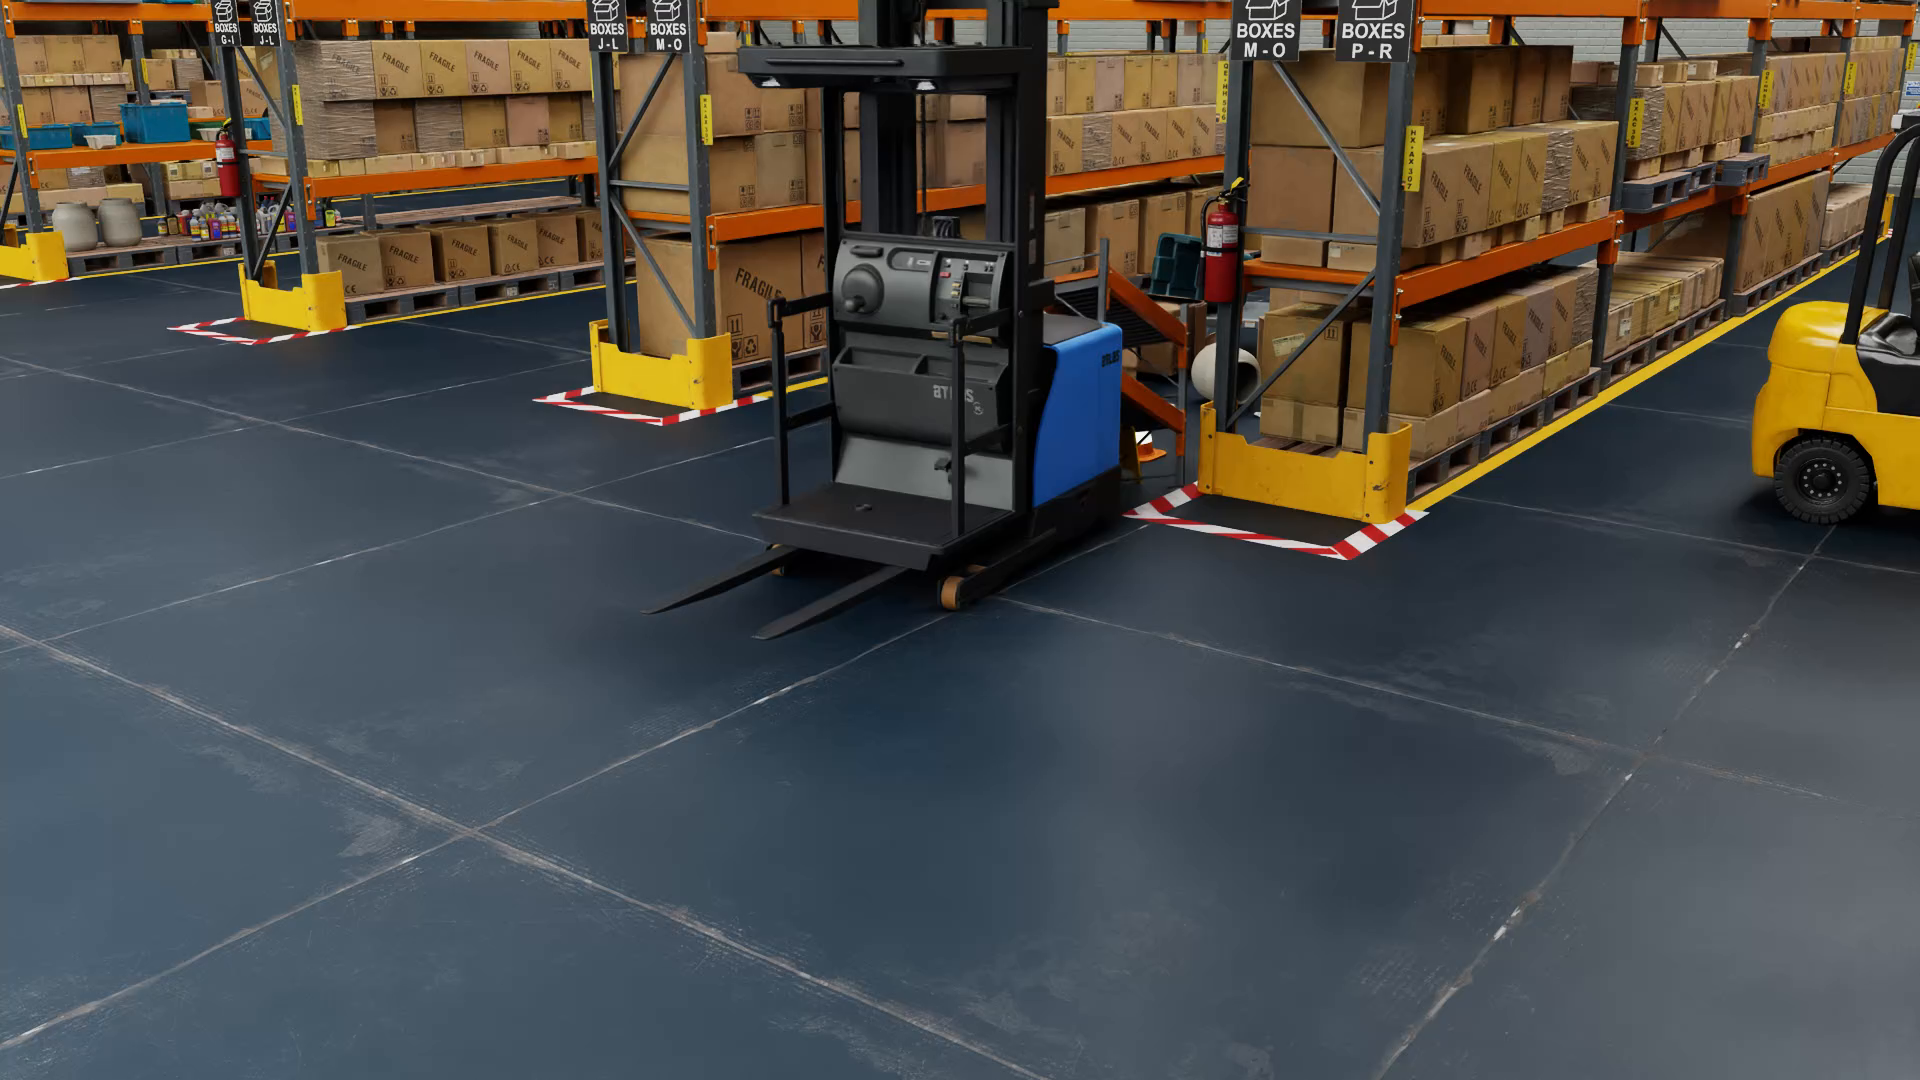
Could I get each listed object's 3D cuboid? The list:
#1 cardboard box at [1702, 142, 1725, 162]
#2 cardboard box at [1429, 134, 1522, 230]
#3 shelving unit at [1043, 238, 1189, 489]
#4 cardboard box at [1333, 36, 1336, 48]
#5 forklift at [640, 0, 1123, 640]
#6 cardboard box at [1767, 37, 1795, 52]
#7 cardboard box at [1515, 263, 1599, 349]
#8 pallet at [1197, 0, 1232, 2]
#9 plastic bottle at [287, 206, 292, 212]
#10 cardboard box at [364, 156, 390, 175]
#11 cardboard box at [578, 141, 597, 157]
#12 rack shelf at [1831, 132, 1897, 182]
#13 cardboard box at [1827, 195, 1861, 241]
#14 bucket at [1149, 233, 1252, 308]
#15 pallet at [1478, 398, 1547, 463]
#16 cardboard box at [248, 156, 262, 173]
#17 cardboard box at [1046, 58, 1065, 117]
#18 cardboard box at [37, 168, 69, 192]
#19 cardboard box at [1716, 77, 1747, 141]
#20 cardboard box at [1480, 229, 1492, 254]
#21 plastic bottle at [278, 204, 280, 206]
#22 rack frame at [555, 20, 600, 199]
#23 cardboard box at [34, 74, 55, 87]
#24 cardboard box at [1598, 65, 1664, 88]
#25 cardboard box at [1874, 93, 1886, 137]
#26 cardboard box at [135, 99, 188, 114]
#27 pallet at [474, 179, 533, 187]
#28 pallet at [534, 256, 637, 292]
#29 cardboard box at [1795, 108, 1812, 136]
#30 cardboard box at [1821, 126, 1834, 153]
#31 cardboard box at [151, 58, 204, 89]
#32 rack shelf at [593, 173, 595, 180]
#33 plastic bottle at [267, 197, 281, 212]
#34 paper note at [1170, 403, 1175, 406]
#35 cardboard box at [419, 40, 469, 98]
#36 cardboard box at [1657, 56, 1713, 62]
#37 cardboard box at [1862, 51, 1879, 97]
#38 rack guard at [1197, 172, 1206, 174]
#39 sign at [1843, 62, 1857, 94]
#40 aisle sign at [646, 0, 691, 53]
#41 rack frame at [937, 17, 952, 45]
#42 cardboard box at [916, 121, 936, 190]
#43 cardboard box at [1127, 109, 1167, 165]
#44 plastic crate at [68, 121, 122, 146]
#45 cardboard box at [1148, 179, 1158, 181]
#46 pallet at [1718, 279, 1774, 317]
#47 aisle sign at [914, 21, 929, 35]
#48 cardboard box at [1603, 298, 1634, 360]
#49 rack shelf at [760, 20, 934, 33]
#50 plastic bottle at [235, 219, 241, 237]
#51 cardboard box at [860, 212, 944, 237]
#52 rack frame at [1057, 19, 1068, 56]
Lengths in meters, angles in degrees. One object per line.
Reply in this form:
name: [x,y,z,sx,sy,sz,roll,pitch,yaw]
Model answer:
cardboard box: [6.116,-3.232,13.809,0.380,0.149,0.250,13,21,36]
cardboard box: [2.994,-2.136,9.893,0.500,0.500,0.500,12,21,34]
shelving unit: [0.837,-0.952,9.444,0.538,1.125,1.048,-6,-17,32]
cardboard box: [5.058,-6.172,21.206,0.500,0.500,0.500,12,21,33]
forklift: [-0.302,-1.224,7.742,1.130,2.935,3.031,10,20,29]
cardboard box: [8.958,-5.459,18.318,0.380,0.149,0.250,12,21,34]
cardboard box: [4.127,-1.647,11.652,0.500,0.500,0.500,12,21,34]
pallet: [2.270,-5.572,16.890,1.213,0.211,1.003,14,22,37]
plastic bottle: [-8.074,-3.895,20.080,0.152,0.276,0.135,12,21,35]
cardboard box: [-5.392,-3.407,15.080,0.380,0.149,0.250,12,21,35]
cardboard box: [-3.941,-4.011,17.024,0.380,0.149,0.250,12,21,35]
rack shelf: [10.222,-4.628,19.801,1.077,0.370,4.000,12,21,35]
cardboard box: [10.023,-3.816,19.585,0.875,0.438,0.875,12,21,33]
bucket: [1.998,-2.163,13.607,0.620,0.611,0.726,0,14,-35]
pallet: [3.165,-0.800,10.963,1.003,0.211,1.213,12,21,35]
cardboard box: [-10.593,-5.543,24.519,0.500,0.311,0.500,12,21,33]
cardboard box: [0.519,-4.085,14.984,0.700,0.500,0.500,12,21,34]
cardboard box: [-12.352,-4.952,22.295,0.500,0.500,0.500,12,21,35]
cardboard box: [6.300,-3.650,14.061,0.500,0.500,0.500,12,21,34]
cardboard box: [2.926,-1.792,9.881,0.380,0.149,0.250,13,22,36]
plastic bottle: [-8.386,-4.045,20.562,0.152,0.276,0.135,13,22,37]
rack frame: [-5.290,-6.168,23.549,1.000,3.000,0.127,12,21,35]
cardboard box: [-12.247,-6.105,22.082,0.380,0.149,0.250,12,21,34]
cardboard box: [4.828,-3.339,11.966,0.380,0.149,0.250,12,21,34]
cardboard box: [10.729,-5.092,19.916,0.500,0.500,0.500,13,22,36]
cardboard box: [-11.391,-6.145,23.728,0.500,0.250,0.500,14,22,38]
pallet: [-8.063,-6.173,28.267,1.003,0.211,1.213,12,21,35]
pallet: [-4.067,-2.843,17.542,1.003,0.211,1.213,12,21,35]
cardboard box: [8.076,-4.144,16.441,0.500,0.250,0.500,13,21,36]
cardboard box: [8.965,-4.272,17.695,0.500,0.250,0.500,12,21,33]
cardboard box: [-13.518,-8.063,28.741,0.700,0.500,0.500,10,20,28]
rack shelf: [-2.504,-4.473,19.304,1.077,0.370,4.000,12,21,35]
plastic bottle: [-8.371,-4.016,20.344,0.144,0.351,0.185,12,21,35]
paper note: [1.471,-0.966,11.822,0.142,0.019,0.148,-11,20,-32]
cardboard box: [-4.932,-4.375,15.419,0.500,0.500,0.500,12,21,35]
cardboard box: [6.745,-4.237,15.474,0.500,0.500,0.500,12,21,33]
cardboard box: [10.129,-5.330,18.995,0.500,0.500,0.500,13,21,36]
rack guard: [3.469,-6.011,27.256,1.175,0.500,0.348,12,21,35]
sign: [9.472,-4.916,17.699,0.100,0.325,0.005,12,21,35]
aisle sign: [-1.957,-3.659,11.085,0.394,0.787,0.004,12,21,35]
rack frame: [0.228,-3.440,14.763,1.000,3.000,0.127,12,21,35]
cardboard box: [-0.708,-3.179,13.669,0.875,0.550,0.550,12,21,35]
cardboard box: [1.660,-3.925,16.158,0.500,0.500,0.500,13,21,36]
plastic crate: [-9.607,-4.518,18.485,0.499,0.251,0.408,12,21,35]
cardboard box: [2.596,-6.001,25.885,0.875,0.875,0.875,12,21,35]
pallet: [7.177,-2.385,16.067,1.003,0.211,1.213,12,21,35]
aisle sign: [-0.719,-9.385,29.524,0.394,0.787,0.004,12,21,35]
cardboard box: [4.574,-1.660,12.755,0.950,0.372,0.625,13,21,35]
rack shelf: [-1.715,-8.686,27.813,1.077,0.370,4.000,12,21,35]
plastic bottle: [-8.403,-3.643,19.392,0.097,0.201,0.097,0,17,0]
cardboard box: [-0.737,-2.273,13.880,0.875,0.875,0.875,13,21,35]
rack frame: [1.071,-6.246,23.799,1.000,3.000,0.127,12,21,35]
